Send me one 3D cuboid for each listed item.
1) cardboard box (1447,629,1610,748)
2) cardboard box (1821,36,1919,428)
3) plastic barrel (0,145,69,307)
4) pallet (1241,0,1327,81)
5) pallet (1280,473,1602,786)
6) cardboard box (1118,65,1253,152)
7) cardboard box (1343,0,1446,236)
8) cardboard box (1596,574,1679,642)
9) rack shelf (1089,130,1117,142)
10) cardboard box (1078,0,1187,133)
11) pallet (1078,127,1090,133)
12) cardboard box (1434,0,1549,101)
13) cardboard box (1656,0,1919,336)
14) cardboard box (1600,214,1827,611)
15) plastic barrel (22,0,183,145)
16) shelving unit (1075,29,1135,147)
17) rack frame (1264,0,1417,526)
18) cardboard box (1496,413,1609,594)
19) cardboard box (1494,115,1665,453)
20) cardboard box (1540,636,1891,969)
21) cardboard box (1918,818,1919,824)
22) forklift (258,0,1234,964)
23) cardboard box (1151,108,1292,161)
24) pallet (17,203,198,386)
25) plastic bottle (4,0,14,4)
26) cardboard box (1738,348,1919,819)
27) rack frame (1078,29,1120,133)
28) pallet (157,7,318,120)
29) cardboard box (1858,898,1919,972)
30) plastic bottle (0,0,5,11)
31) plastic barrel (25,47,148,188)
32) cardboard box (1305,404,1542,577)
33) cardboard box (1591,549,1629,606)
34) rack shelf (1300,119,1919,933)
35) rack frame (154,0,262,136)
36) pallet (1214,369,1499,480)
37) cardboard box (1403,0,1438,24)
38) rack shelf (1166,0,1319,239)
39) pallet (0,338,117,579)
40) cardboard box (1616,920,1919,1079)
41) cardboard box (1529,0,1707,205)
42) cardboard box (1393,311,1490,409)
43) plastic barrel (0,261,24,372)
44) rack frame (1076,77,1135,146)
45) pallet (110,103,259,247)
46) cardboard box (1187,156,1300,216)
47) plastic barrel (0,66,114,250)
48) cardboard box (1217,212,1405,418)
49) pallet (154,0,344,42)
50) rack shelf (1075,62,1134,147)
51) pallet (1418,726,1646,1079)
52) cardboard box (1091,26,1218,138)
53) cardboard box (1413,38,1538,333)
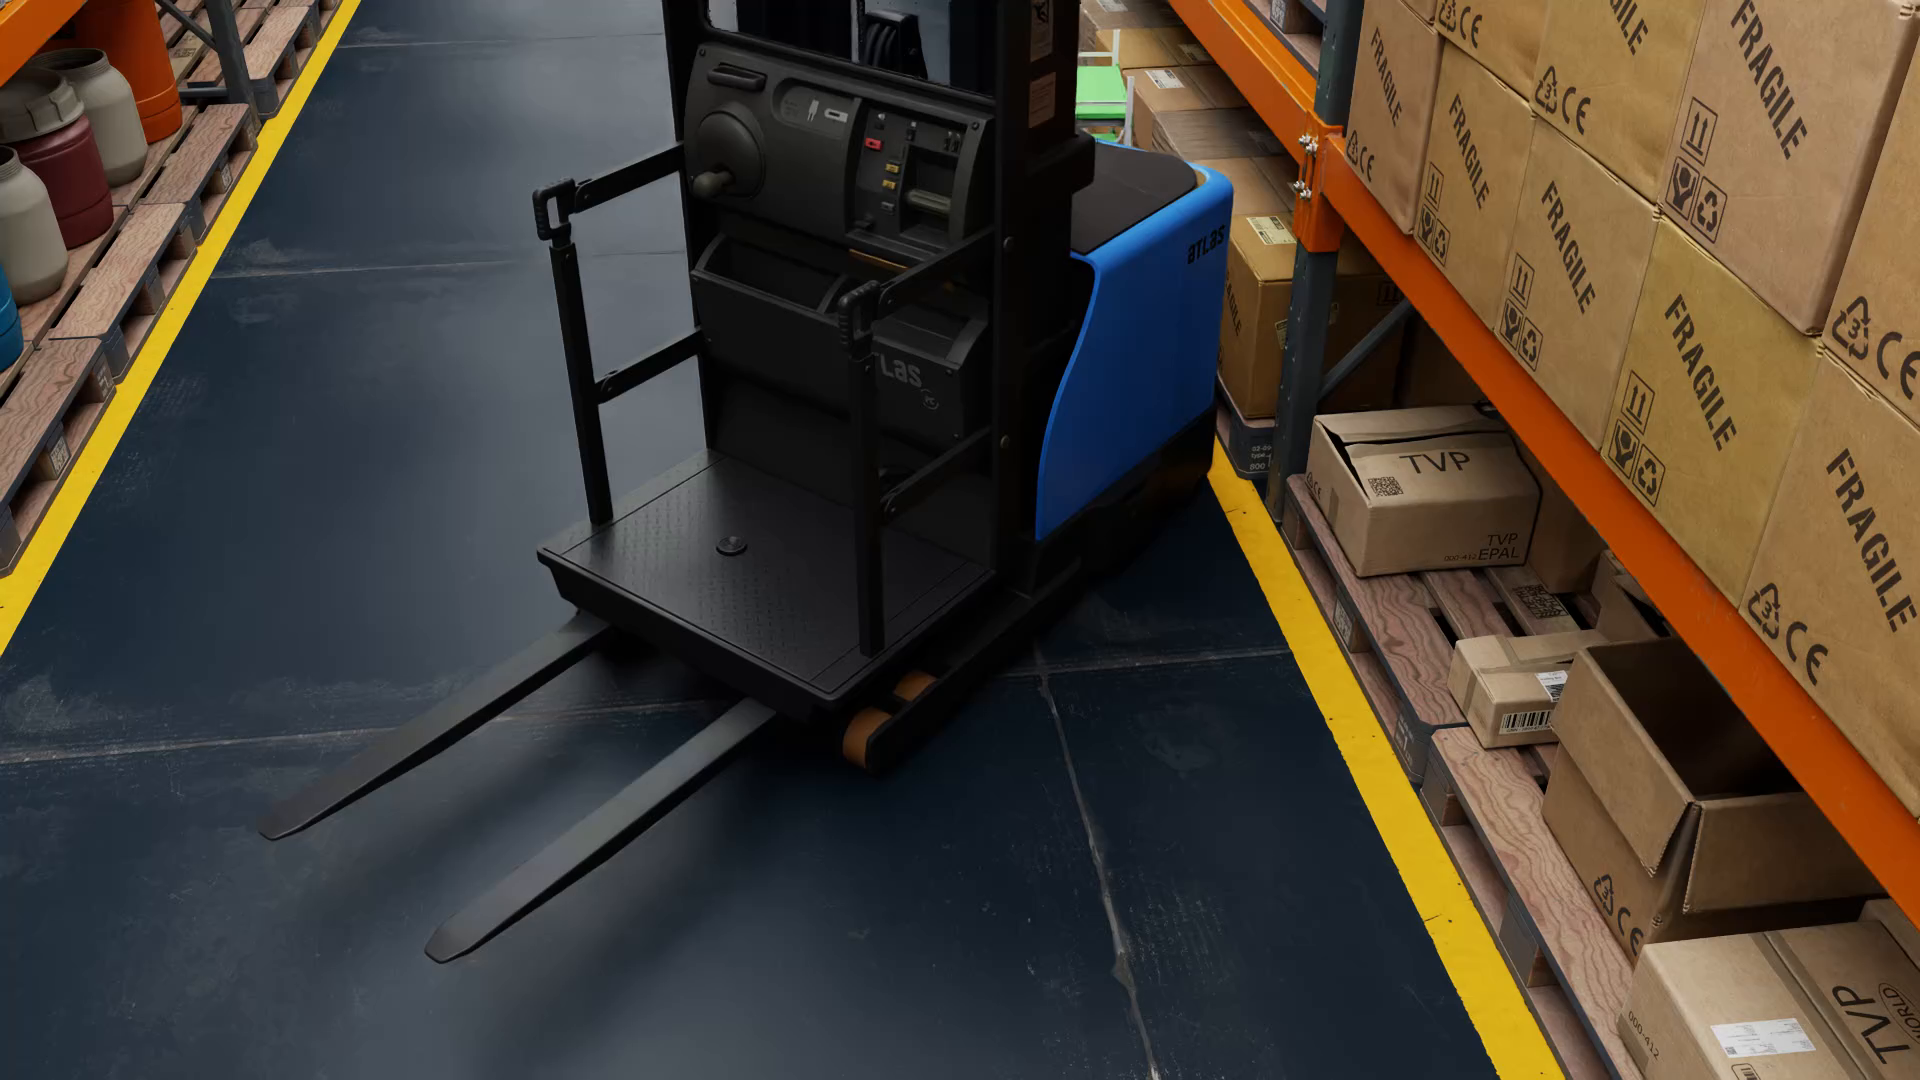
[{"bbox_3d":[1.463,0.365,4.177,0.380,0.166,0.250,-4,35,-6],"label":"cardboard box"},{"bbox_3d":[1.557,-0.378,2.164,0.500,0.500,0.500,-3,34,-5],"label":"cardboard box"},{"bbox_3d":[-3.553,-1.151,6.112,0.421,0.512,0.421,0,34,0],"label":"plastic barrel"},{"bbox_3d":[1.495,-1.732,5.298,1.003,0.211,1.213,-4,35,-6],"label":"pallet"},{"bbox_3d":[1.586,0.179,4.800,1.003,0.211,1.213,-4,35,-6],"label":"pallet"},{"bbox_3d":[0.948,-1.599,6.762,0.500,0.500,0.500,-5,35,-8],"label":"cardboard box"},{"bbox_3d":[1.293,-1.093,4.102,0.500,0.500,0.500,-4,34,-5],"label":"cardboard box"},{"bbox_3d":[1.953,0.287,4.162,0.500,0.311,0.500,-4,35,-6],"label":"cardboard box"},{"bbox_3d":[0.429,-1.251,5.708,0.258,0.148,0.480,0,34,-1],"label":"rack shelf"},{"bbox_3d":[0.810,-2.171,7.600,0.500,0.500,0.500,-6,35,-8],"label":"cardboard box"},{"bbox_3d":[1.019,-2.017,8.023,1.003,0.211,1.213,-4,35,-6],"label":"pallet"},{"bbox_3d":[1.349,-1.239,3.428,0.500,0.500,0.500,-5,35,-8],"label":"cardboard box"},{"bbox_3d":[1.488,-0.664,2.584,0.500,0.500,0.500,-3,34,-5],"label":"cardboard box"},{"bbox_3d":[1.500,-0.245,2.857,0.500,0.500,0.500,-5,35,-7],"label":"cardboard box"},{"bbox_3d":[-3.870,-2.221,7.400,0.600,0.830,0.708,-4,35,-6],"label":"plastic barrel"},{"bbox_3d":[0.429,-1.106,5.807,0.258,1.200,0.503,0,34,-1],"label":"shelving unit"},{"bbox_3d":[1.494,-1.357,4.577,1.000,3.000,0.127,-4,35,-6],"label":"rack frame"},{"bbox_3d":[1.852,-0.209,4.723,0.500,0.500,0.500,-4,35,-6],"label":"cardboard box"},{"bbox_3d":[1.430,-0.528,3.273,0.500,0.500,0.500,-5,35,-7],"label":"cardboard box"},{"bbox_3d":[1.752,0.541,3.619,0.797,0.503,0.637,-4,35,-6],"label":"cardboard box"},{"bbox_3d":[1.629,0.315,2.035,0.500,0.500,0.500,-4,34,-6],"label":"cardboard box"},{"bbox_3d":[-0.456,-0.920,3.998,1.130,2.935,3.031,23,41,30],"label":"forklift"},{"bbox_3d":[1.019,-1.316,6.346,0.500,0.500,0.500,-4,34,-6],"label":"cardboard box"},{"bbox_3d":[-3.644,-0.948,6.453,1.003,0.211,1.213,-4,35,-6],"label":"pallet"},{"bbox_3d":[-3.243,-1.931,5.534,0.097,0.271,0.097,0,34,0],"label":"plastic bottle"},{"bbox_3d":[1.567,0.037,2.444,0.500,0.500,0.500,-4,34,-6],"label":"cardboard box"},{"bbox_3d":[0.425,-1.243,6.009,0.240,1.200,0.015,0,34,-1],"label":"rack frame"},{"bbox_3d":[-4.018,-2.499,8.729,1.003,0.211,1.213,-4,35,-6],"label":"pallet"},{"bbox_3d":[2.106,0.947,3.248,0.500,0.250,0.500,-4,35,-6],"label":"cardboard box"},{"bbox_3d":[-3.255,-1.866,5.434,0.152,0.276,0.135,-4,35,-6],"label":"plastic bottle"},{"bbox_3d":[-3.705,-1.781,7.037,0.421,0.512,0.421,0,34,0],"label":"plastic barrel"},{"bbox_3d":[1.336,-0.177,4.843,0.500,0.311,0.500,-4,35,-6],"label":"cardboard box"},{"bbox_3d":[1.962,0.141,4.521,0.380,0.149,0.250,-4,35,-6],"label":"cardboard box"},{"bbox_3d":[1.763,0.056,3.142,1.077,0.370,4.000,-4,35,-6],"label":"rack shelf"},{"bbox_3d":[-3.952,-3.216,7.305,1.000,3.000,0.127,-4,35,-6],"label":"rack frame"},{"bbox_3d":[1.348,-0.656,6.025,1.003,0.211,1.213,-4,35,-6],"label":"pallet"},{"bbox_3d":[1.279,-1.527,3.851,0.500,0.500,0.500,-4,34,-5],"label":"cardboard box"},{"bbox_3d":[1.225,-2.176,6.418,1.077,0.370,4.000,-4,35,-6],"label":"rack shelf"},{"bbox_3d":[-3.477,-0.265,5.452,1.003,0.211,1.213,-4,35,-6],"label":"pallet"},{"bbox_3d":[1.617,1.013,3.152,0.500,0.250,0.500,-4,35,-6],"label":"cardboard box"},{"bbox_3d":[1.417,-0.952,3.007,0.500,0.500,0.500,-5,35,-8],"label":"cardboard box"},{"bbox_3d":[1.671,-0.794,5.581,0.500,0.500,0.500,-6,35,-9],"label":"cardboard box"},{"bbox_3d":[-3.566,-0.990,5.530,0.600,0.901,0.708,-4,35,-6],"label":"plastic barrel"},{"bbox_3d":[0.432,-0.968,5.606,0.240,1.200,0.015,0,34,-1],"label":"rack frame"},{"bbox_3d":[-3.805,-1.627,7.450,1.003,0.211,1.213,-4,35,-6],"label":"pallet"},{"bbox_3d":[1.086,-1.036,5.936,0.500,0.500,0.500,-4,35,-6],"label":"cardboard box"},{"bbox_3d":[-3.718,-1.491,6.543,0.600,0.588,0.708,-4,35,-6],"label":"plastic barrel"},{"bbox_3d":[1.144,-0.759,5.530,0.500,0.500,0.500,-5,35,-7],"label":"cardboard box"},{"bbox_3d":[-4.179,-3.178,9.726,1.003,0.211,1.213,-4,35,-6],"label":"pallet"},{"bbox_3d":[0.429,-1.450,5.573,0.258,0.148,0.480,0,34,-1],"label":"rack shelf"},{"bbox_3d":[1.753,0.861,3.799,1.003,0.211,1.213,-4,35,-6],"label":"pallet"},{"bbox_3d":[0.873,-1.890,7.189,0.500,0.500,0.500,-5,35,-7],"label":"cardboard box"},{"bbox_3d":[1.365,-0.808,3.683,0.500,0.500,0.500,-4,34,-6],"label":"cardboard box"}]
